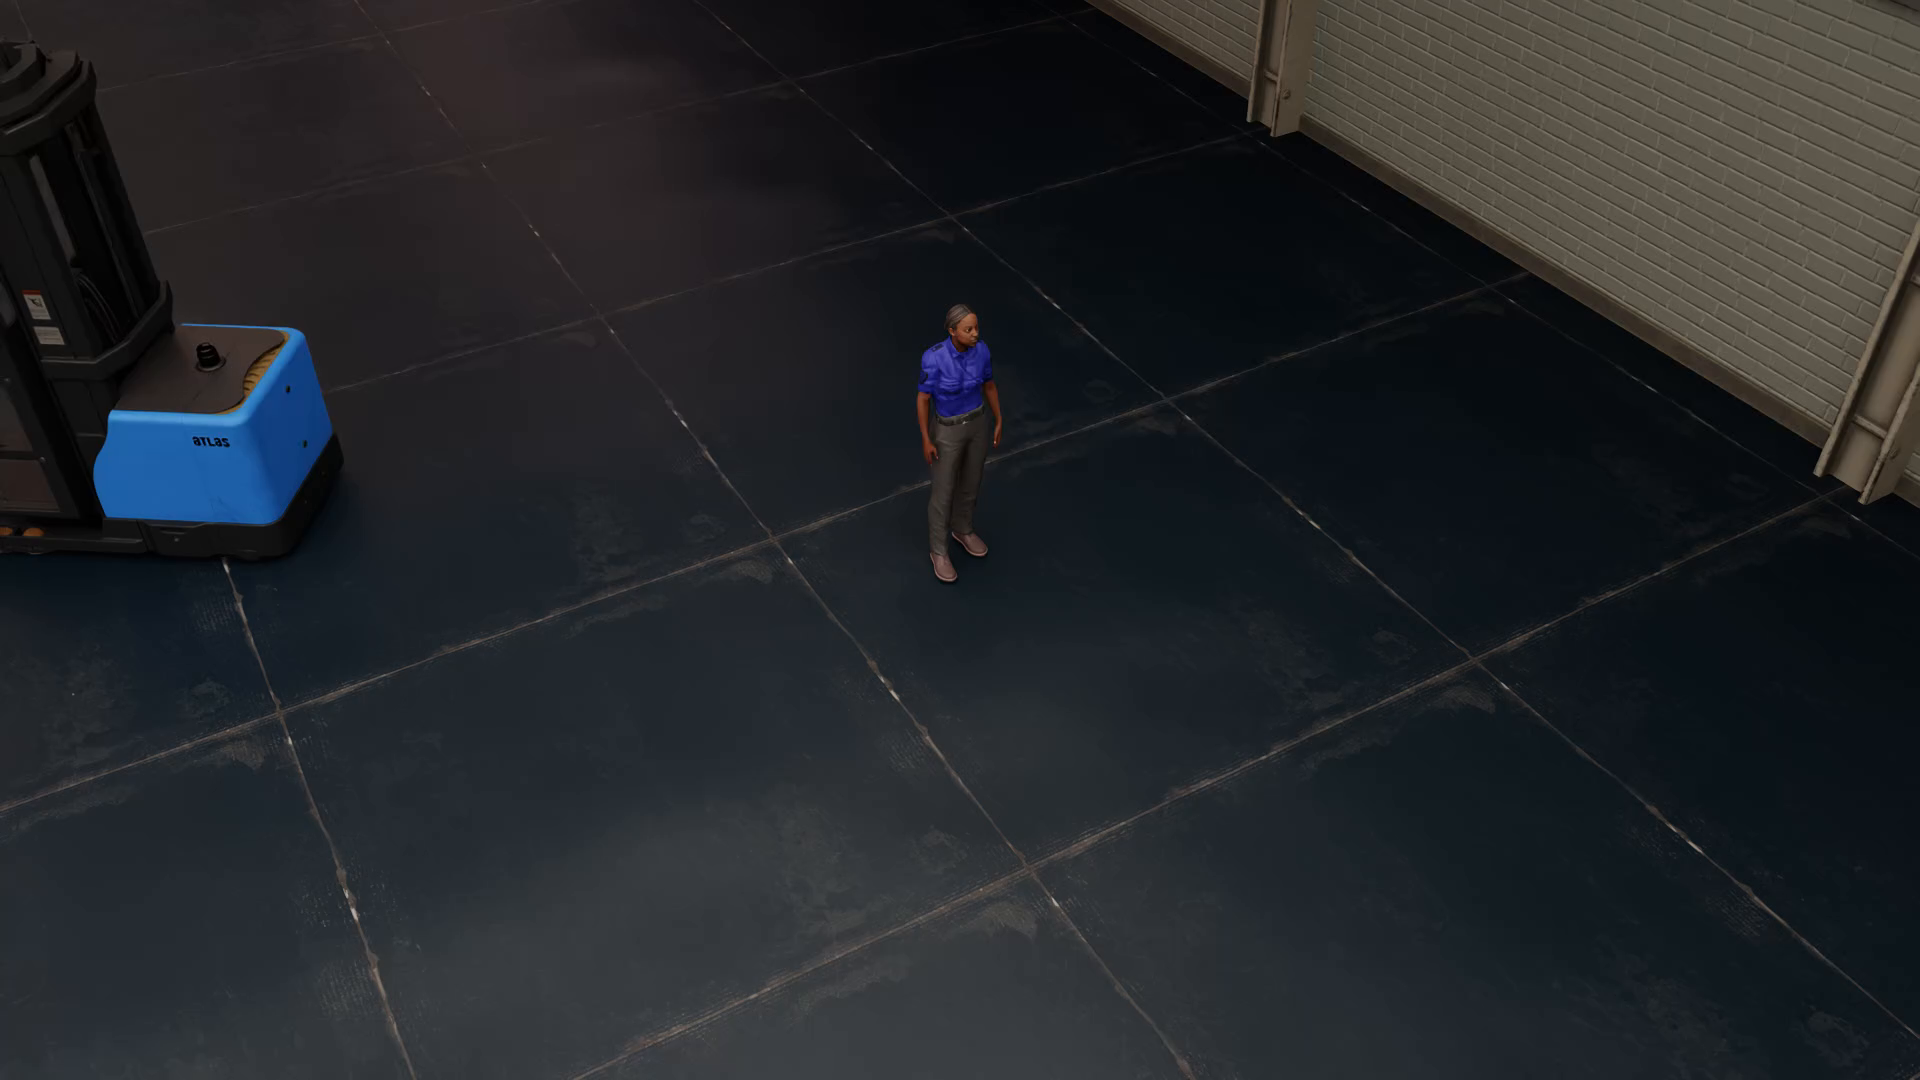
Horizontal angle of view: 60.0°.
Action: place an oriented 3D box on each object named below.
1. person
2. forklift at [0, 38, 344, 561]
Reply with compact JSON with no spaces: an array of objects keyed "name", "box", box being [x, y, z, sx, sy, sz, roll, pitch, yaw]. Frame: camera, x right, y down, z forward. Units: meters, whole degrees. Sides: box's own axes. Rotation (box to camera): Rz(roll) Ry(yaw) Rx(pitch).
[{"name":"person","box":[0.027,-0.587,9.733,0.569,1.654,0.504,-20,44,-23]},{"name":"forklift","box":[-5.553,-1.371,9.690,3.031,2.935,1.130,3,40,3]}]
